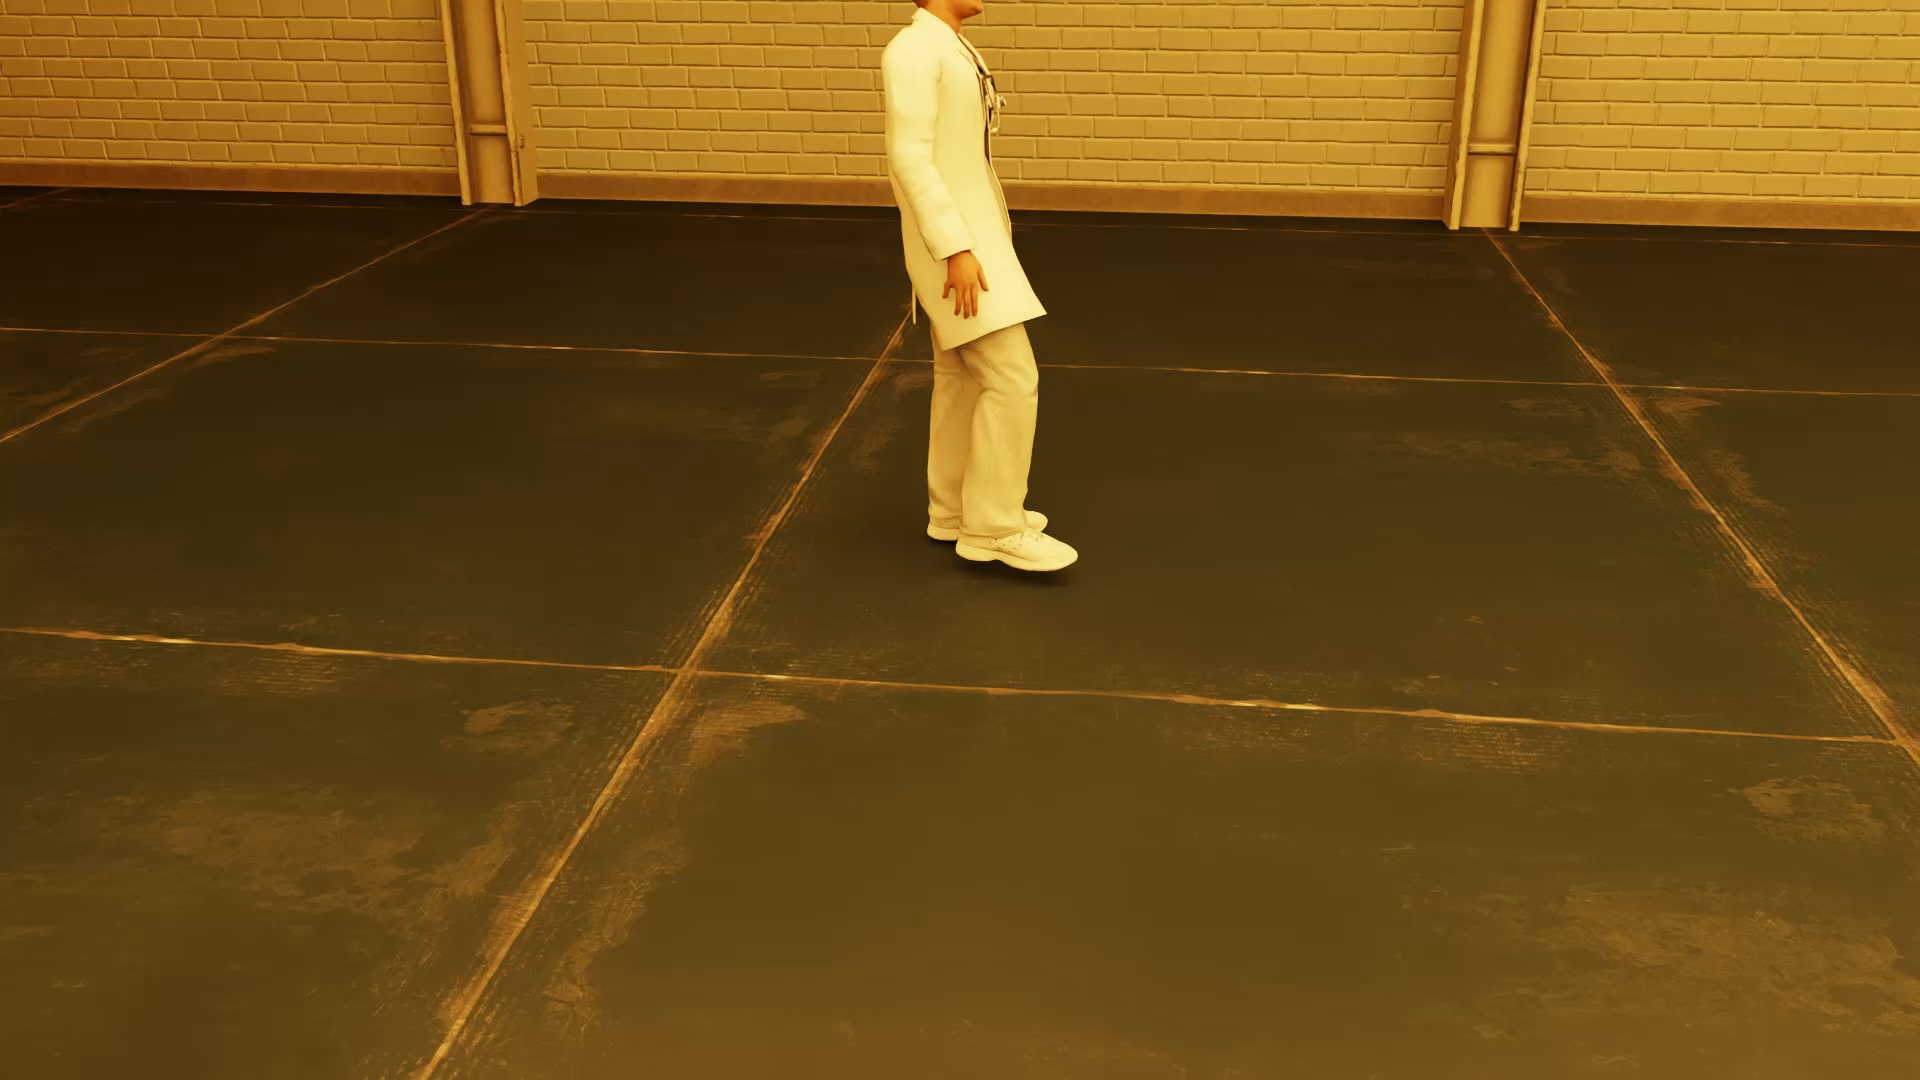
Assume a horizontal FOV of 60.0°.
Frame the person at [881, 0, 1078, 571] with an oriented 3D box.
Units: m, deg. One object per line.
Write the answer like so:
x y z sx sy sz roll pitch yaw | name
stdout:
0.089 -0.826 4.827 0.582 1.775 0.696 3 22 7 | person
